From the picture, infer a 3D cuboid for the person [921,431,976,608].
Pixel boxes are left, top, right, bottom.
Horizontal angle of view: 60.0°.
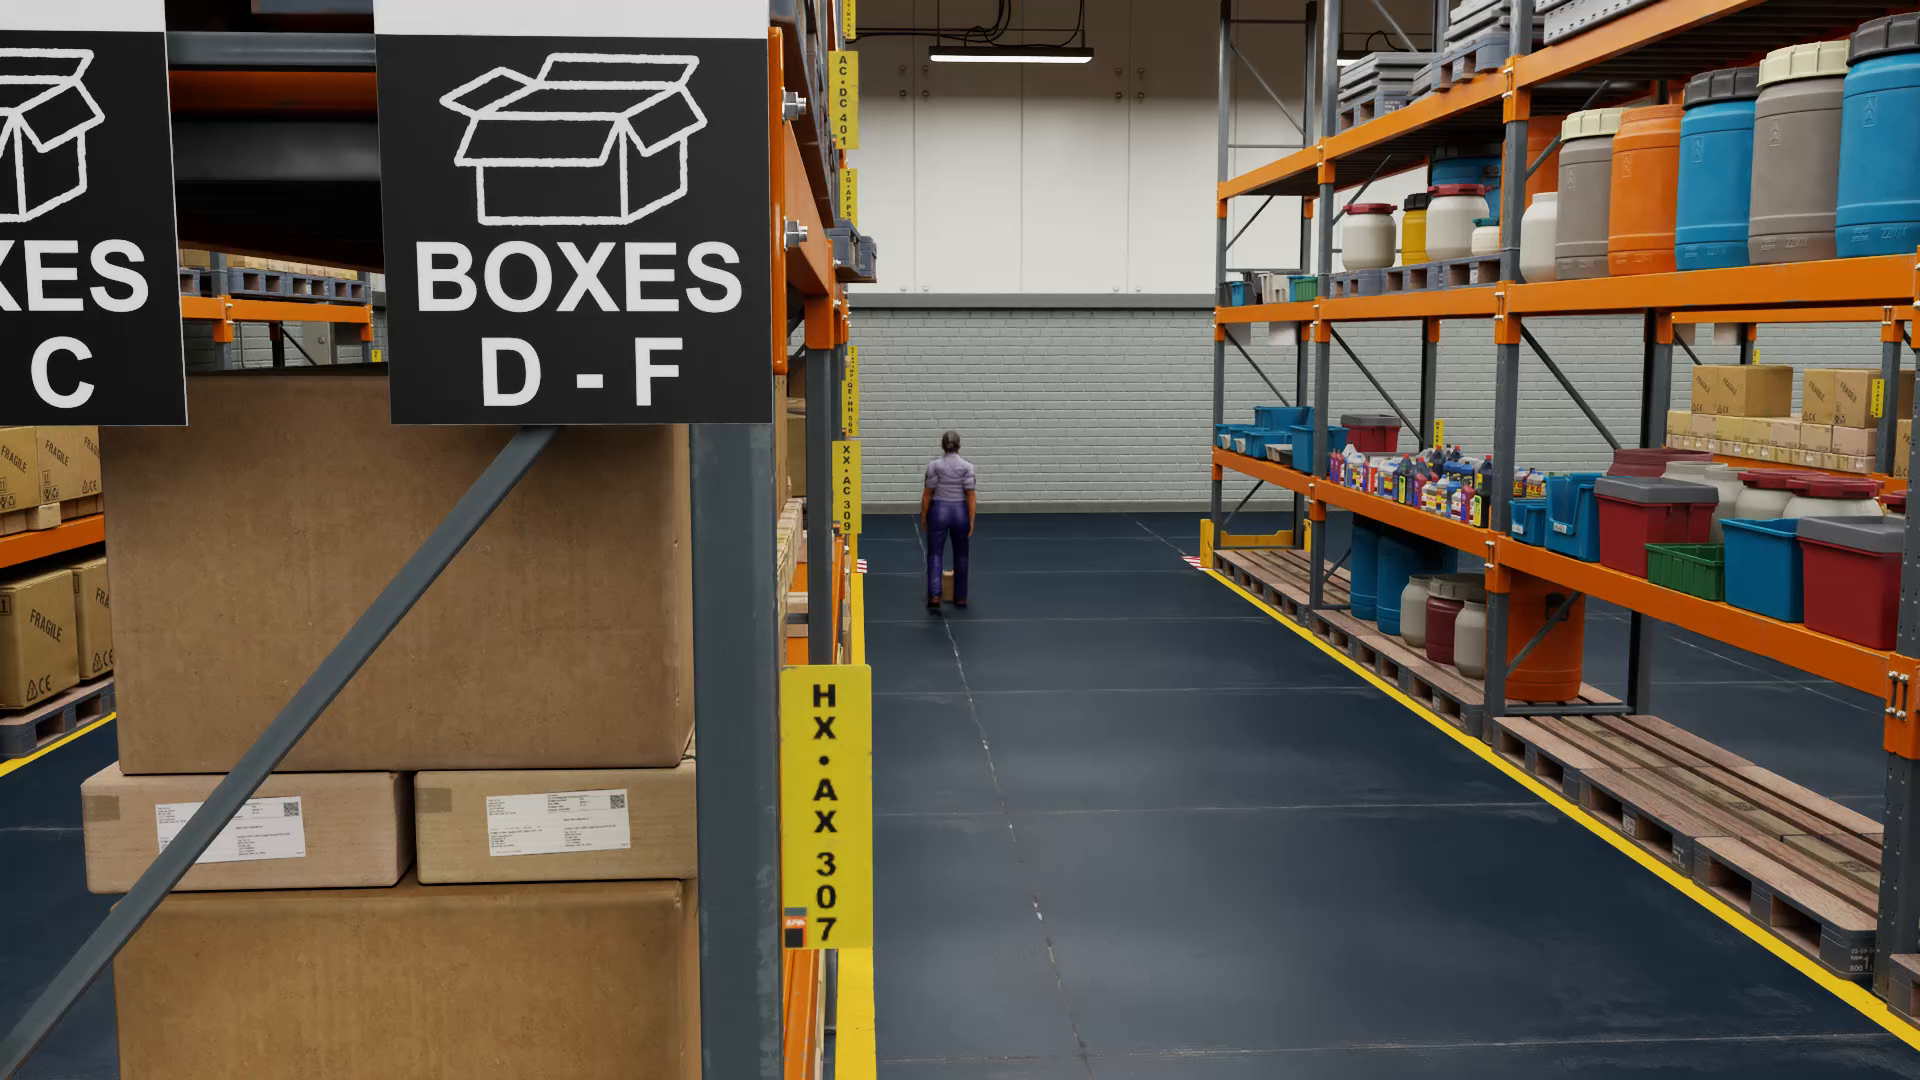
[{"bbox_3d":[-0.112,-0.190,15.302,0.493,1.626,0.764,-1,7,-5],"label":"person"}]
